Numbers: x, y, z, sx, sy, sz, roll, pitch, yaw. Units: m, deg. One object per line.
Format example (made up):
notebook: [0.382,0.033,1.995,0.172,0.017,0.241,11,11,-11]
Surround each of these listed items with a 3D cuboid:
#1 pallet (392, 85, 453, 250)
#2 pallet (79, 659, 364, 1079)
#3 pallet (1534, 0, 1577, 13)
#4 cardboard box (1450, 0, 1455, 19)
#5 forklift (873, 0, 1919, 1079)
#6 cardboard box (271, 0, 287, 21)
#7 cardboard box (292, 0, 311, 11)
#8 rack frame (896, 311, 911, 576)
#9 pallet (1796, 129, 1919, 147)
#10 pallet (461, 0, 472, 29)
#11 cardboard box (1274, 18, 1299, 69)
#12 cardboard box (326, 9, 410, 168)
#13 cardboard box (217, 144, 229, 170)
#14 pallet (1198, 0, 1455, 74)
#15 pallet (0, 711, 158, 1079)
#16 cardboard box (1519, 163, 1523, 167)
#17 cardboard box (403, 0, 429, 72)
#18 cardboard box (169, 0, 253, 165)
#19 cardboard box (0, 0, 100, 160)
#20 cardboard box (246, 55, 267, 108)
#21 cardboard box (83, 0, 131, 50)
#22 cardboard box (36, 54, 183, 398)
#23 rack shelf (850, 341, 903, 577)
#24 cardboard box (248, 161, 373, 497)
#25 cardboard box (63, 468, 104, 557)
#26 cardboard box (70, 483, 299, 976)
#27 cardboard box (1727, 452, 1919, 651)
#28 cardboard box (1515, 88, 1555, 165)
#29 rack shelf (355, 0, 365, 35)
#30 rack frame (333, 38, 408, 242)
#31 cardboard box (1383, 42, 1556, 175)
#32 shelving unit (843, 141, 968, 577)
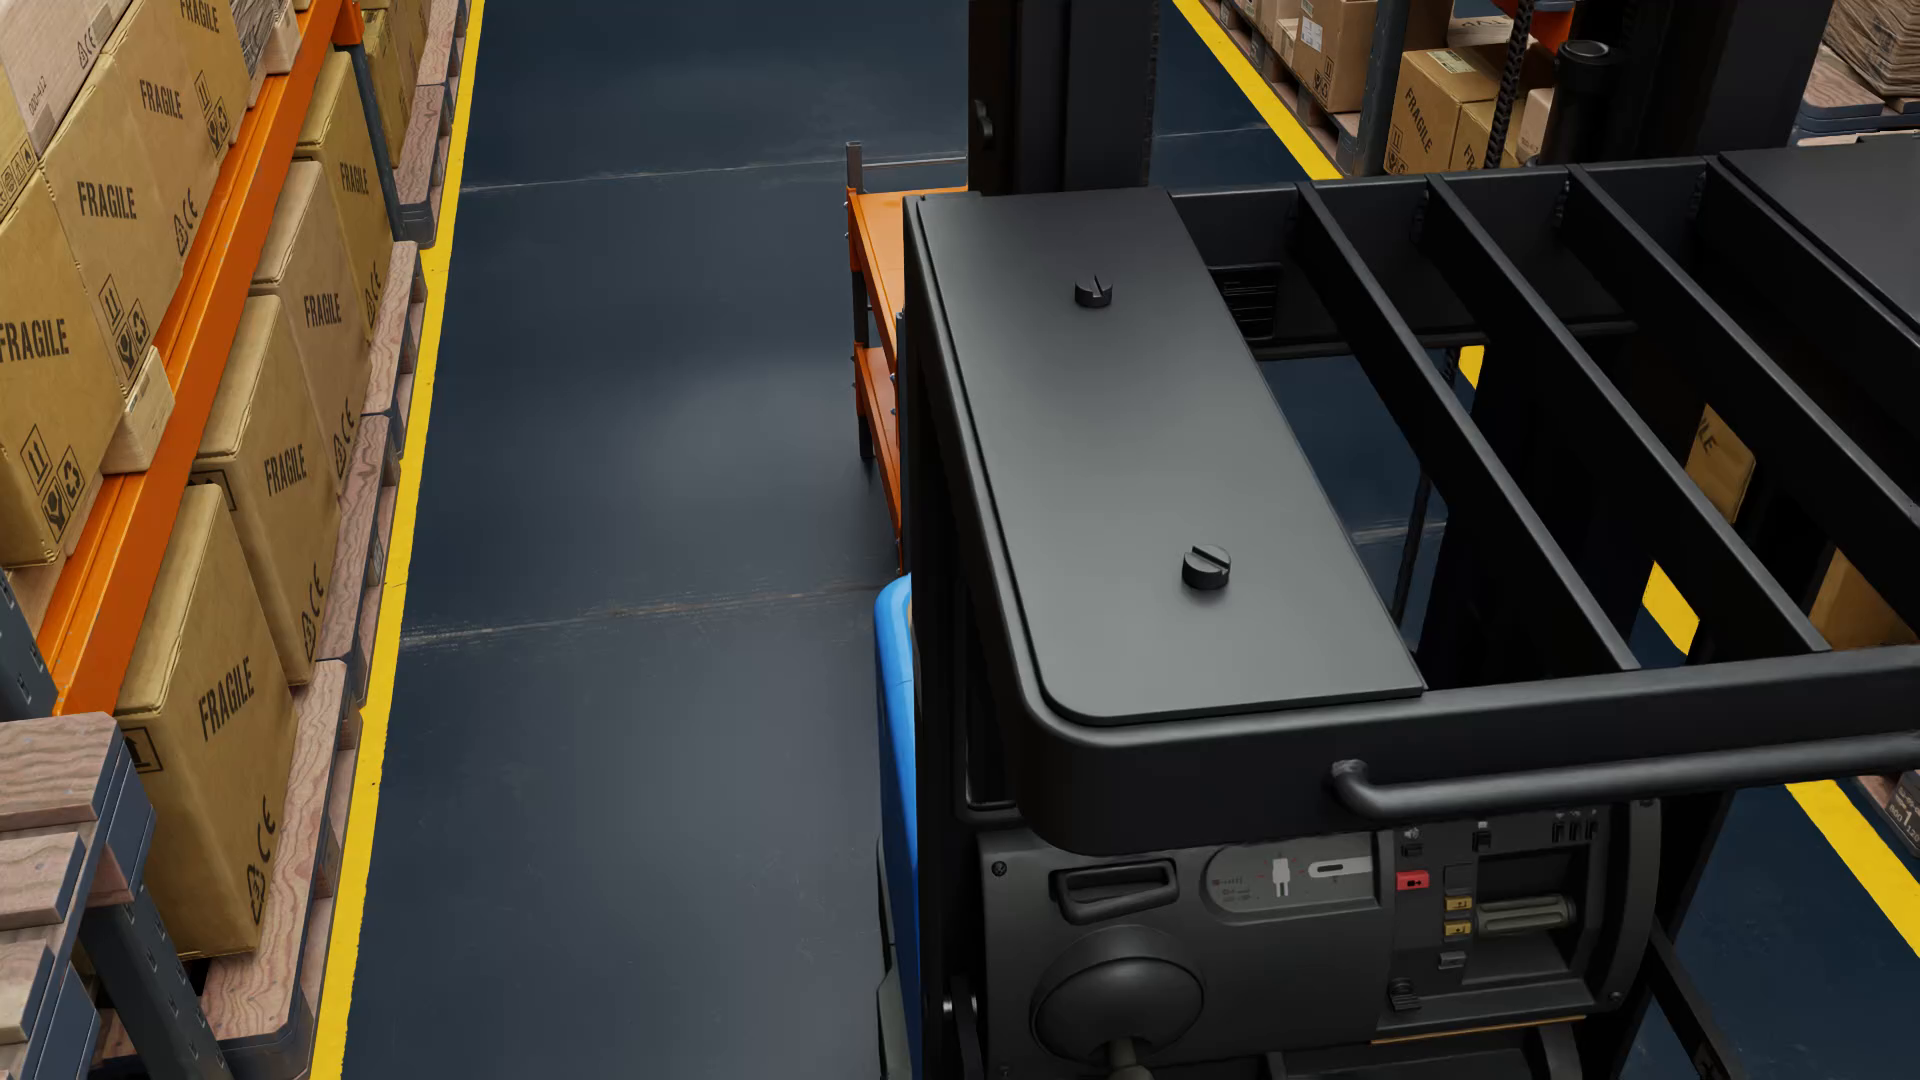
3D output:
pallet: [-2.736,-1.578,7.109,1.003,0.211,1.213,-6,38,-8]
pallet: [-2.043,0.822,4.020,1.003,0.211,1.213,-6,38,-8]
pallet: [2.229,-2.176,5.763,1.003,0.211,1.213,-6,38,-8]
cardboard box: [2.174,-2.599,8.102,0.380,0.166,0.250,-6,38,-8]
forklift: [0.521,0.613,2.072,1.130,2.935,3.031,-5,38,-6]
cardboard box: [-2.252,-1.817,4.804,0.500,0.500,0.500,-6,38,-8]
cardboard box: [-2.275,-1.796,5.306,0.380,0.149,0.250,-6,38,-7]
rack frame: [0.088,-0.141,4.515,0.500,1.125,0.032,-6,38,-8]
pallet: [2.709,-0.656,3.806,1.213,0.211,1.003,-6,38,-8]
pallet: [-3.164,-3.051,9.006,1.003,0.211,1.213,-6,38,-8]
cardboard box: [1.692,-2.328,7.767,0.380,0.149,0.250,-6,38,-8]
cardboard box: [-2.710,-1.853,6.885,0.700,0.500,0.500,-6,38,-7]
cardboard box: [-2.127,-1.012,4.297,0.380,0.149,0.250,-5,38,-7]
pallet: [1.859,-2.798,8.680,1.003,0.211,1.213,-6,38,-8]
pallet: [-1.749,0.700,2.061,1.213,0.211,1.003,-6,38,-8]
cardboard box: [2.226,-0.991,5.759,0.500,0.500,0.500,-6,38,-7]
cardboard box: [-2.883,-2.467,7.675,0.700,0.500,0.500,-5,38,-7]
cardboard box: [-2.080,-1.212,4.025,0.500,0.500,0.500,-5,38,-7]
cardboard box: [-1.900,-0.883,2.990,0.500,0.250,0.500,-7,38,-9]
cardboard box: [-2.192,-1.327,4.702,0.380,0.149,0.250,-6,38,-8]
cardboard box: [-1.991,-1.184,3.378,0.500,0.250,0.500,-6,38,-8]
cardboard box: [-1.895,-0.598,3.235,0.500,0.500,0.500,-5,38,-6]
rack shelf: [-0.001,-0.255,5.060,0.538,0.278,1.000,-6,38,-8]
cardboard box: [-2.280,-0.613,5.004,0.750,0.750,0.750,-5,38,-7]
cardboard box: [-1.844,-0.081,3.098,0.380,0.149,0.250,-6,38,-7]
cardboard box: [-1.979,0.430,3.662,0.750,0.750,0.750,-7,38,-9]
cardboard box: [2.502,-0.057,4.557,0.500,0.500,0.500,-5,38,-6]
cardboard box: [2.216,-1.307,5.555,0.500,0.250,0.500,-6,38,-8]
rack shelf: [-3.031,-3.135,7.427,1.077,0.370,4.000,-6,38,-8]
rack frame: [-2.680,-2.211,5.651,1.000,3.000,0.127,-6,38,-8]
cardboard box: [2.041,-1.615,6.562,0.500,0.500,0.500,-8,39,-10]
shelving unit: [-0.001,-0.448,4.910,0.538,1.125,1.048,-6,38,-8]
